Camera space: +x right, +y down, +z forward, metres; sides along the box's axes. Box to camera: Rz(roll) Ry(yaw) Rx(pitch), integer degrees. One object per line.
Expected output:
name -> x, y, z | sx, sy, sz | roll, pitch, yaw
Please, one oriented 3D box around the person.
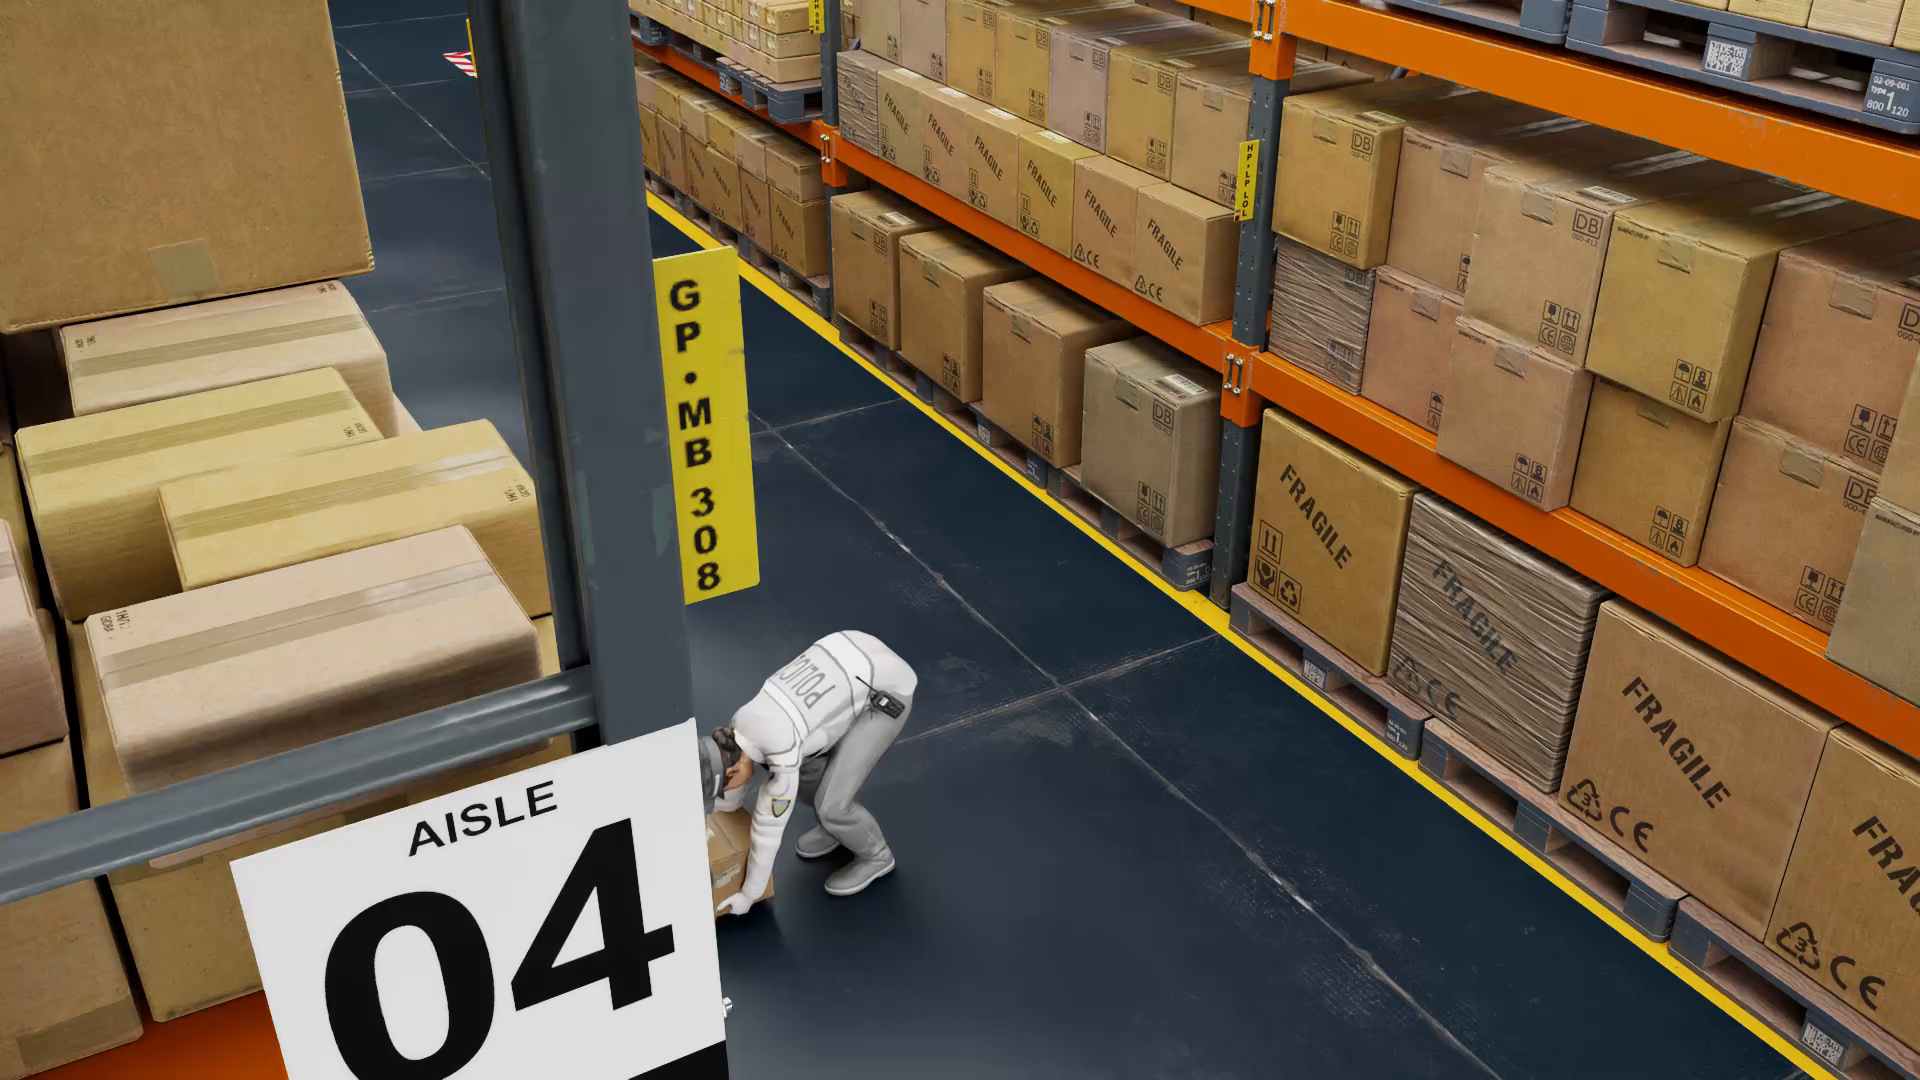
person -> -0.566, 0.837, 5.892 | 0.882, 0.919, 0.457 | -18, 34, -29
